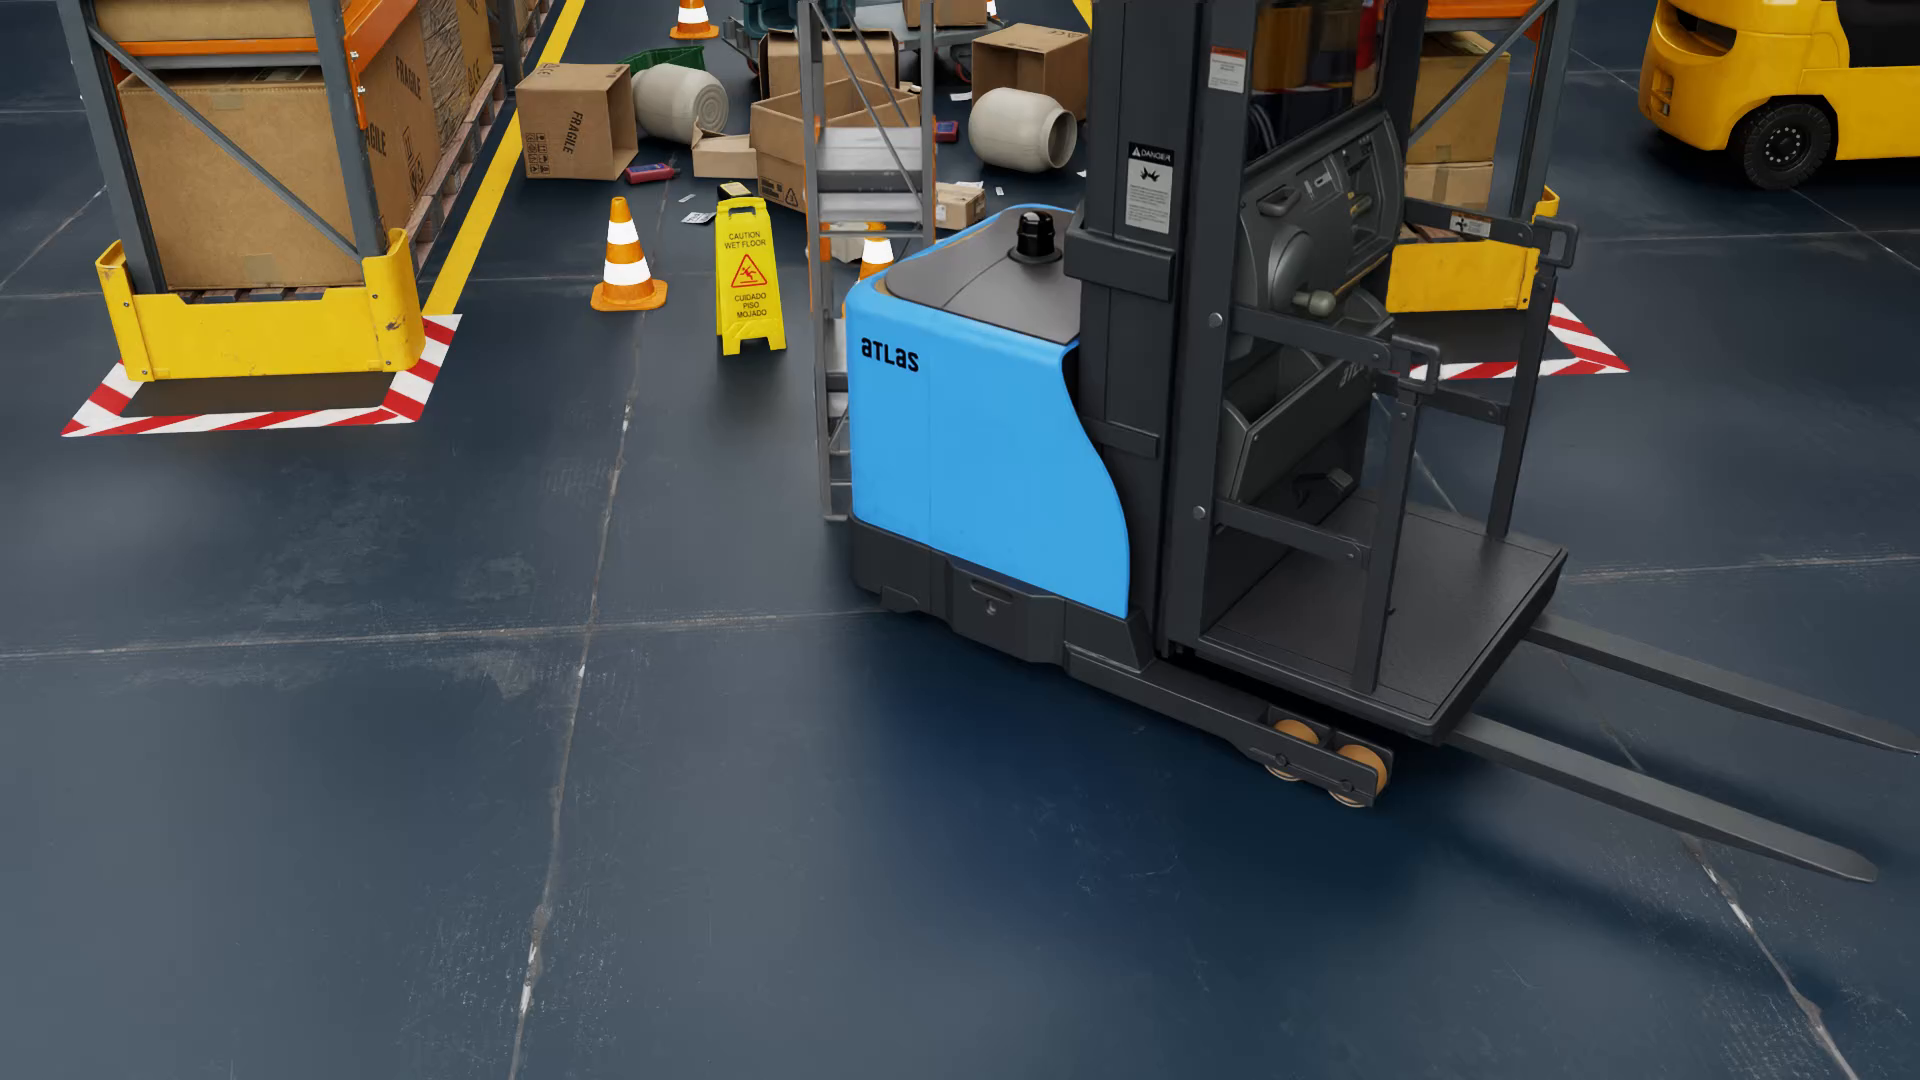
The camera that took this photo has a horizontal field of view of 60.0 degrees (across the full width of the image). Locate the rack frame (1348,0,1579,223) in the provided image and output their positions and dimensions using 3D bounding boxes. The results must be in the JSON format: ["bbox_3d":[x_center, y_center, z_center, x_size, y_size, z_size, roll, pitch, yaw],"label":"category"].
[{"bbox_3d":[2.041,-2.354,6.765,1.000,3.000,0.127,-3,31,-5],"label":"rack frame"}]

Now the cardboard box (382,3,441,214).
[{"bbox_3d":[-3.091,-2.125,8.045,0.875,0.875,0.875,-3,31,-5],"label":"cardboard box"}]

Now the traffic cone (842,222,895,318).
[{"bbox_3d":[-0.356,-1.196,7.300,0.336,0.463,0.334,-3,31,-5],"label":"traffic cone"}]

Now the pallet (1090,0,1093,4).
[{"bbox_3d":[1.476,-4.221,12.610,1.003,0.211,1.213,-3,31,-5],"label":"pallet"}]

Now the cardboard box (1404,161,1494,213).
[{"bbox_3d":[2.241,-1.779,8.075,0.500,0.250,0.500,-3,31,-5],"label":"cardboard box"}]

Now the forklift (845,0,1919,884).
[{"bbox_3d":[1.137,-0.842,4.301,3.031,2.935,1.130,20,36,30],"label":"forklift"}]

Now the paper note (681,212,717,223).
[{"bbox_3d":[-1.330,-1.650,8.485,0.144,0.017,0.142,8,32,13],"label":"paper note"}]

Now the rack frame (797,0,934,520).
[{"bbox_3d":[-0.285,-0.978,5.340,0.400,2.100,0.015,0,31,0],"label":"rack frame"}]

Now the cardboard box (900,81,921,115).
[{"bbox_3d":[-0.393,-2.703,10.017,0.396,0.266,0.258,27,40,37],"label":"cardboard box"}]

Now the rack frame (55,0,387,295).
[{"bbox_3d":[-2.877,-2.065,6.282,1.000,3.000,0.127,-3,31,-5],"label":"rack frame"}]

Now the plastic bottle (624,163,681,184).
[{"bbox_3d":[-1.666,-1.995,9.030,0.283,0.061,0.133,-14,33,-22],"label":"plastic bottle"}]

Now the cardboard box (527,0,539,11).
[{"bbox_3d":[-3.485,-4.127,11.518,1.050,0.750,0.750,-3,31,-5],"label":"cardboard box"}]

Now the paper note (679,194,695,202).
[{"bbox_3d":[-1.437,-1.799,8.752,0.032,0.001,0.123,13,33,21],"label":"paper note"}]

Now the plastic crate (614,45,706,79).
[{"bbox_3d":[-1.931,-2.899,10.364,0.450,0.188,0.662,4,30,26],"label":"plastic crate"}]

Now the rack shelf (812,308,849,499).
[{"bbox_3d":[-0.287,-0.490,5.915,0.431,0.518,0.480,0,31,0],"label":"rack shelf"}]

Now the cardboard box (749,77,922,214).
[{"bbox_3d":[-0.643,-2.057,8.704,0.637,0.503,0.797,27,40,37],"label":"cardboard box"}]

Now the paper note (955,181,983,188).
[{"bbox_3d":[0.041,-1.902,8.916,0.148,0.019,0.142,8,32,13],"label":"paper note"}]

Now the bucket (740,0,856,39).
[{"bbox_3d":[-0.943,-3.395,10.219,0.726,0.611,0.620,8,22,13],"label":"bucket"}]

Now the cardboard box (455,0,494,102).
[{"bbox_3d":[-3.262,-3.051,9.595,0.875,0.875,0.875,-2,31,-4],"label":"cardboard box"}]

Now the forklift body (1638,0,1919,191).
[{"bbox_3d":[4.990,-3.110,8.859,2.313,2.155,1.214,-3,31,-5],"label":"forklift body"}]

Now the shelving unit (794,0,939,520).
[{"bbox_3d":[-0.287,-1.103,5.549,0.431,2.100,0.503,0,31,0],"label":"shelving unit"}]

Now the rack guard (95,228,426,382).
[{"bbox_3d":[-2.875,-0.980,6.902,1.175,0.500,0.348,-3,31,-5],"label":"rack guard"}]

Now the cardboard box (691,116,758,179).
[{"bbox_3d":[-1.257,-2.144,9.081,0.396,0.266,0.258,2,31,4],"label":"cardboard box"}]

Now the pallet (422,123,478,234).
[{"bbox_3d":[-3.141,-1.894,8.715,1.003,0.211,1.213,-3,31,-5],"label":"pallet"}]

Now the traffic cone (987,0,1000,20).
[{"bbox_3d":[0.158,-3.873,11.783,0.336,0.463,0.334,-3,31,-5],"label":"traffic cone"}]

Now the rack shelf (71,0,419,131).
[{"bbox_3d":[-3.064,-2.777,8.176,1.077,0.370,4.000,-3,31,-5],"label":"rack shelf"}]

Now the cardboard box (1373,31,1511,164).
[{"bbox_3d":[2.239,-2.113,7.902,0.500,0.500,0.500,-4,31,-6],"label":"cardboard box"}]

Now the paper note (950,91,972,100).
[{"bbox_3d":[0.019,-2.769,10.356,0.148,0.019,0.142,-3,31,-5],"label":"paper note"}]

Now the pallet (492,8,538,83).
[{"bbox_3d":[-3.398,-3.300,11.070,1.003,0.211,1.213,-3,31,-5],"label":"pallet"}]

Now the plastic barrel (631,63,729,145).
[{"bbox_3d":[-1.618,-2.495,9.515,0.512,0.421,0.421,20,36,29],"label":"plastic barrel"}]

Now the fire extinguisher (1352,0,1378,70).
[{"bbox_3d":[1.593,-2.240,6.650,0.296,0.674,0.183,-3,31,-5],"label":"fire extinguisher"}]

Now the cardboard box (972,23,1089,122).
[{"bbox_3d":[0.413,-2.712,9.800,0.500,0.500,0.500,20,36,29],"label":"cardboard box"}]
